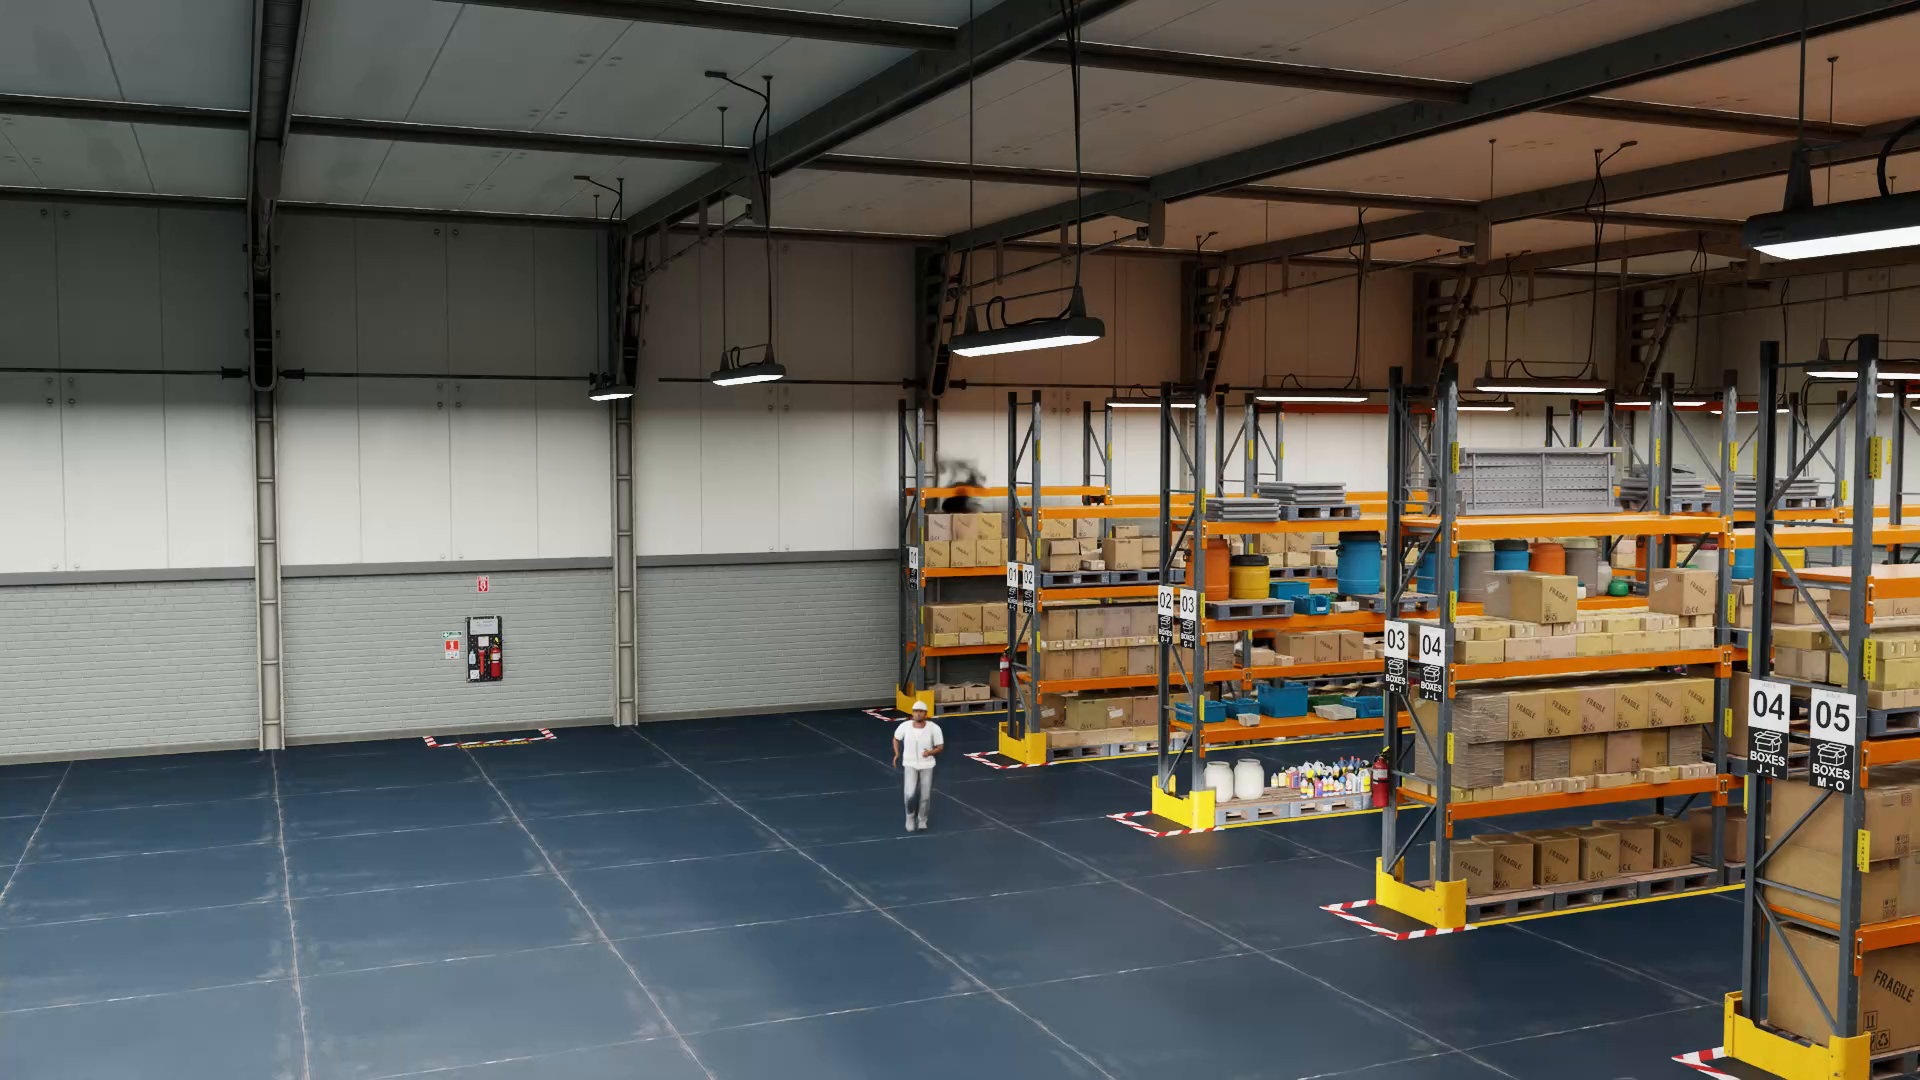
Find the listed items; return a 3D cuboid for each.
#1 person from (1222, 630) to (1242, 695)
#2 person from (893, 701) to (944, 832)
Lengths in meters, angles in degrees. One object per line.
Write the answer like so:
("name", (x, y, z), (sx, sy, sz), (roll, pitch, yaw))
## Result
("person", (5.122, 2.468, 31.154), (0.603, 1.735, 0.675), (-2, 4, -34))
("person", (-0.555, 2.993, 21.951), (0.683, 1.734, 0.668), (0, 3, 1))
